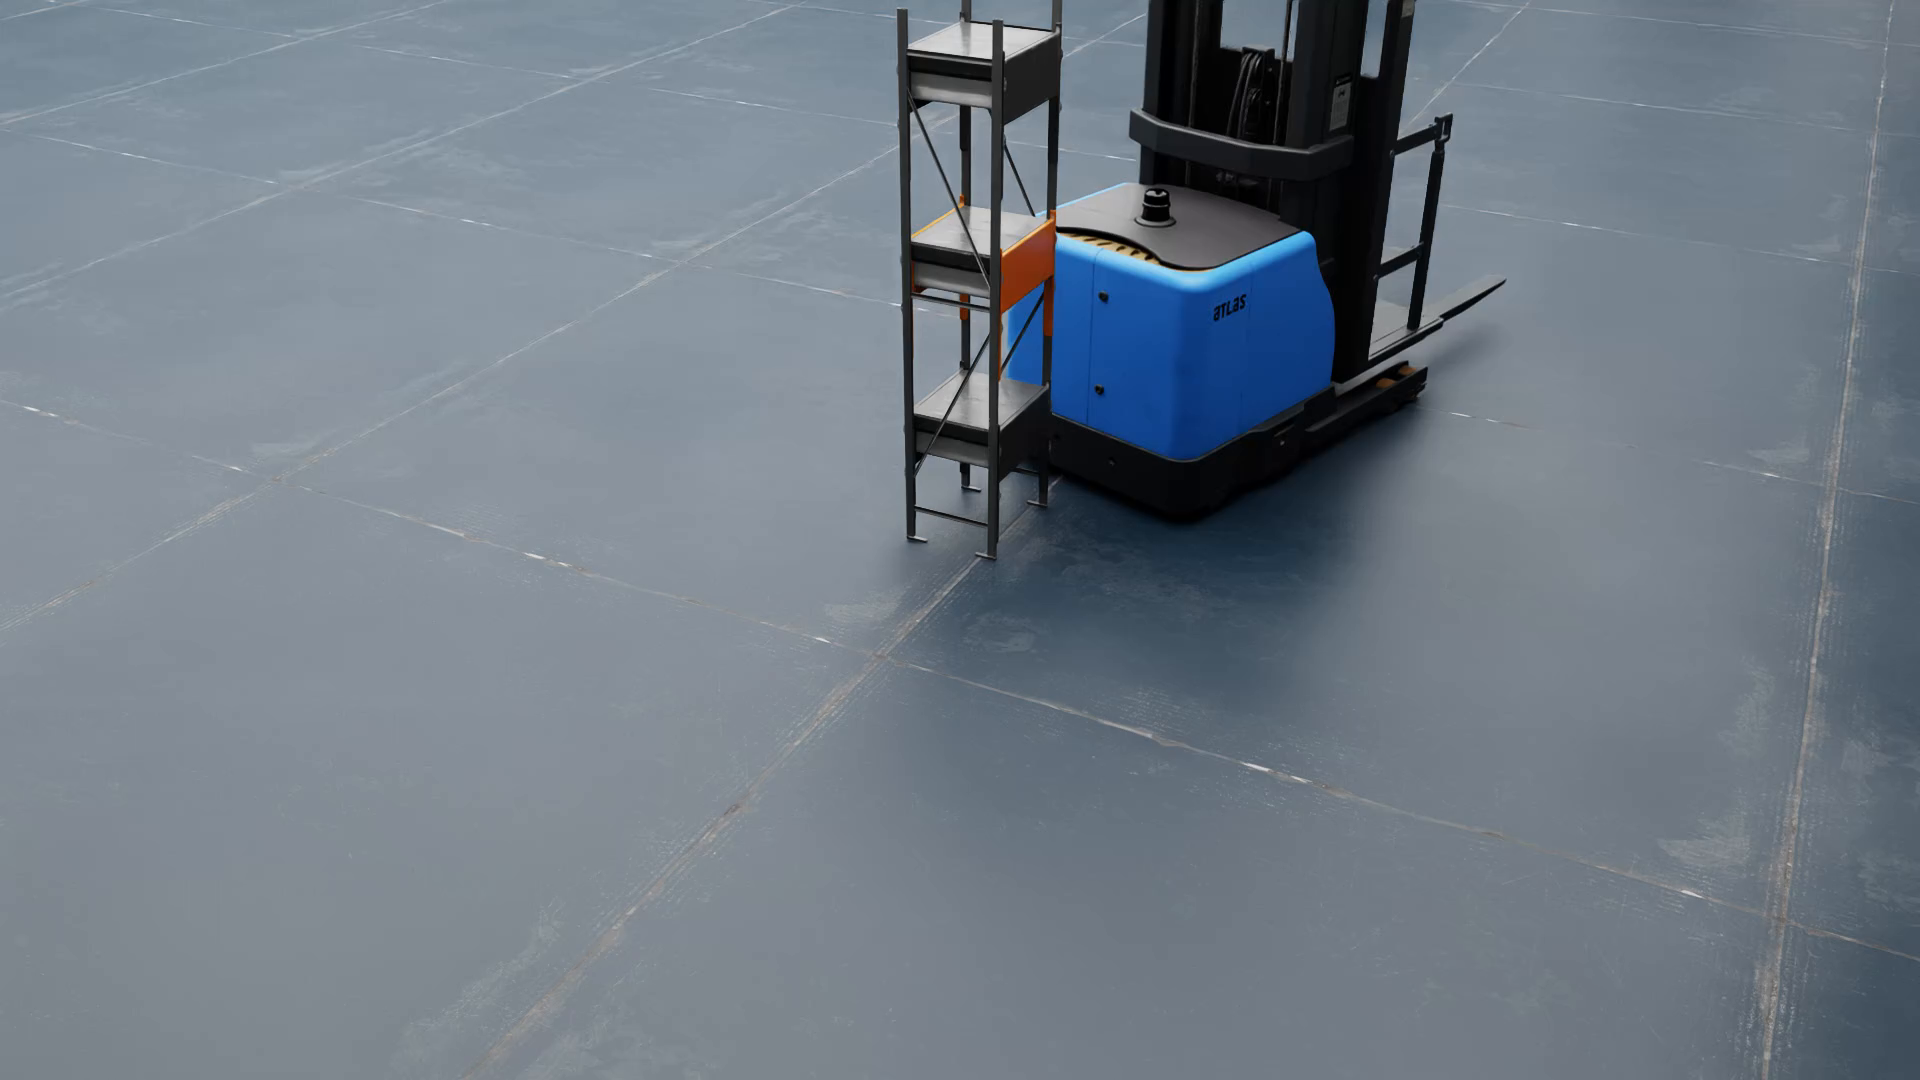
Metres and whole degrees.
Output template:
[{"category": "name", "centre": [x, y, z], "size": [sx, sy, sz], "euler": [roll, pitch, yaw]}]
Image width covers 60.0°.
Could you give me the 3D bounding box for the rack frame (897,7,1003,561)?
[{"category": "rack frame", "centre": [-0.036, -0.876, 6.167], "size": [0.400, 2.100, 0.015], "euler": [14, 33, 23]}]

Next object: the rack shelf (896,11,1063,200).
[{"category": "rack shelf", "centre": [0.075, -1.579, 6.013], "size": [0.431, 0.518, 0.480], "euler": [14, 33, 23]}]

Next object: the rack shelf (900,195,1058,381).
[{"category": "rack shelf", "centre": [0.075, -0.972, 6.362], "size": [0.431, 0.518, 0.480], "euler": [14, 33, 23]}]

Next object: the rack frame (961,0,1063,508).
[{"category": "rack frame", "centre": [0.187, -1.092, 6.543], "size": [0.400, 2.100, 0.015], "euler": [14, 33, 23]}]

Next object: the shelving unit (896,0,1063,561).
[{"category": "shelving unit", "centre": [0.075, -0.984, 6.355], "size": [0.431, 2.100, 0.503], "euler": [14, 33, 23]}]

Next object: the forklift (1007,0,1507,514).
[{"category": "forklift", "centre": [1.570, -2.019, 7.322], "size": [1.130, 2.935, 3.031], "euler": [25, 38, 37]}]

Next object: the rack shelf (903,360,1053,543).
[{"category": "rack shelf", "centre": [0.075, -0.365, 6.710], "size": [0.431, 0.518, 0.480], "euler": [14, 33, 23]}]
